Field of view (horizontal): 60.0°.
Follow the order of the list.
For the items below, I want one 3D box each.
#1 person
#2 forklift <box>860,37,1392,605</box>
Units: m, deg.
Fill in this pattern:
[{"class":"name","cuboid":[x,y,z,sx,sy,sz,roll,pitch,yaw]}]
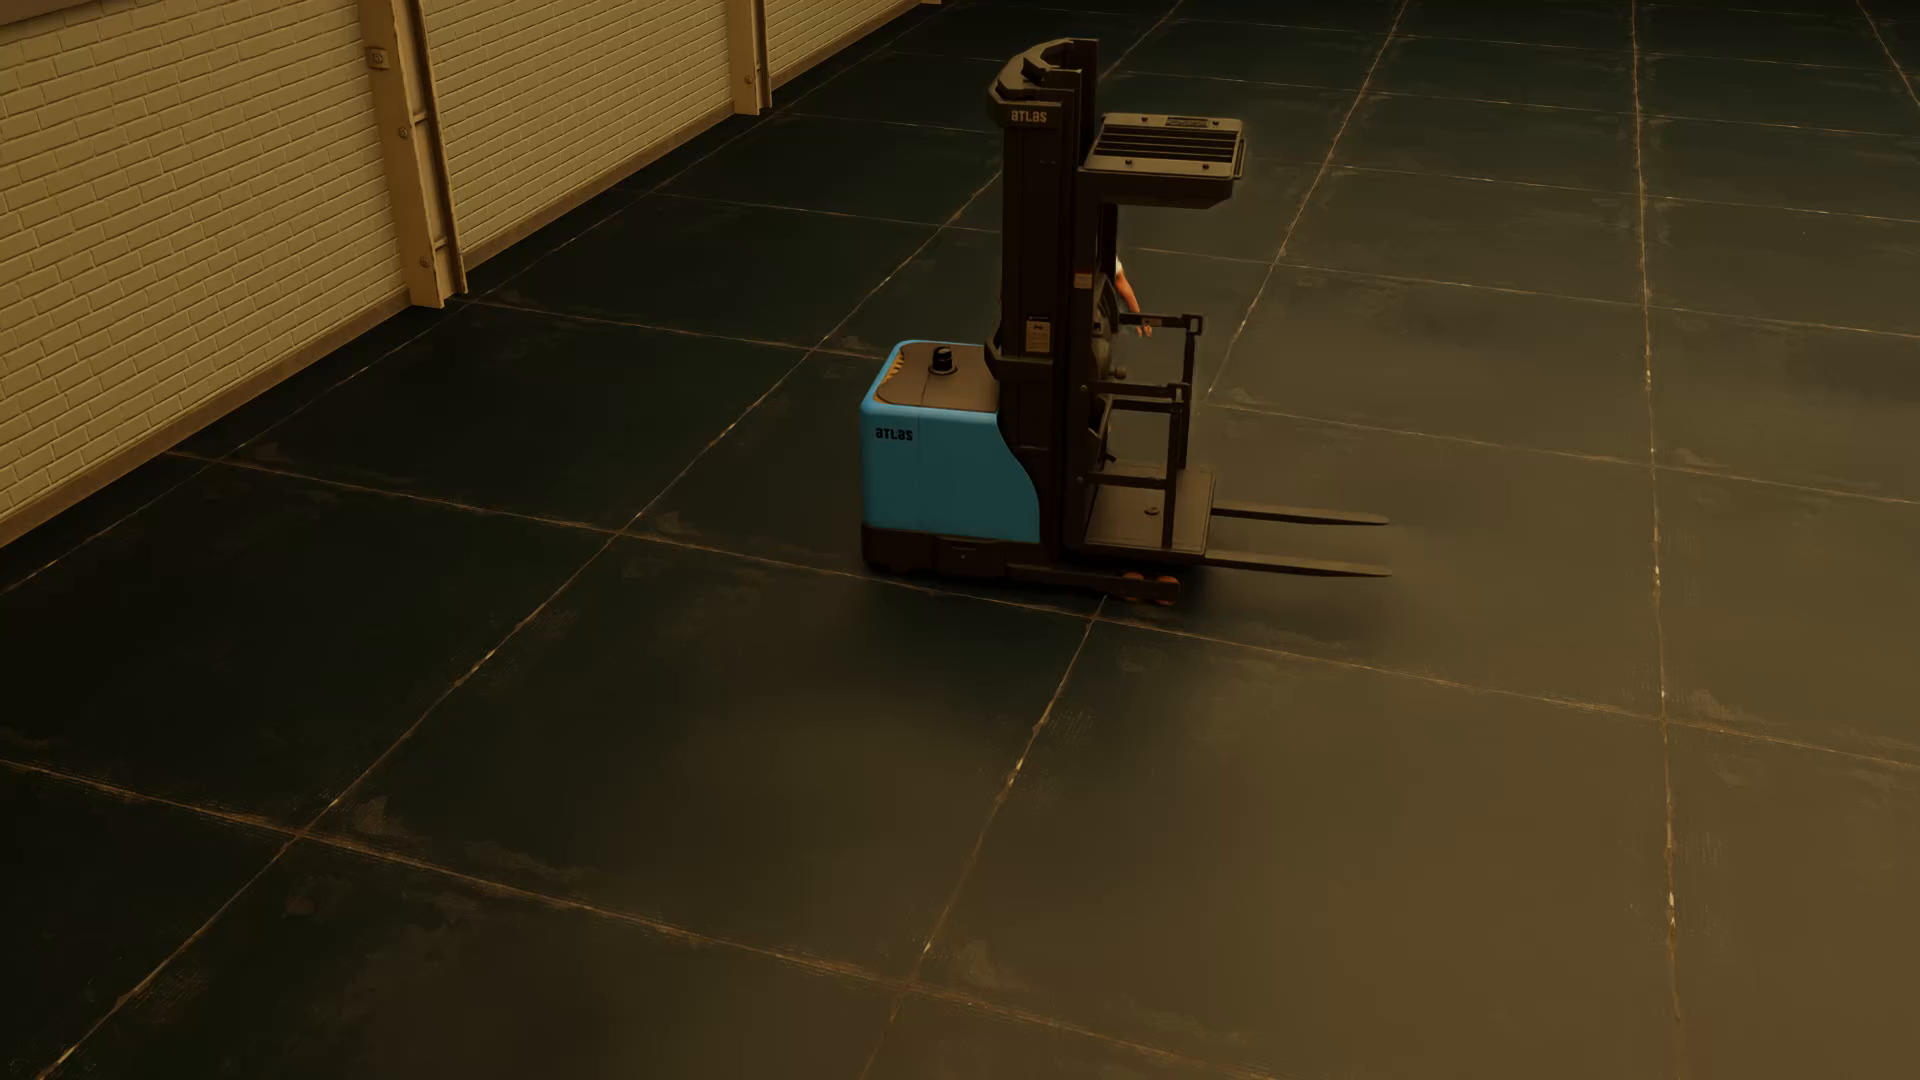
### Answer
[{"class":"person","cuboid":[0.764,-1.462,11.162,1.003,1.648,0.550,-1,30,-2]},{"class":"forklift","cuboid":[0.993,-1.190,9.224,3.031,2.935,1.130,6,30,10]}]
